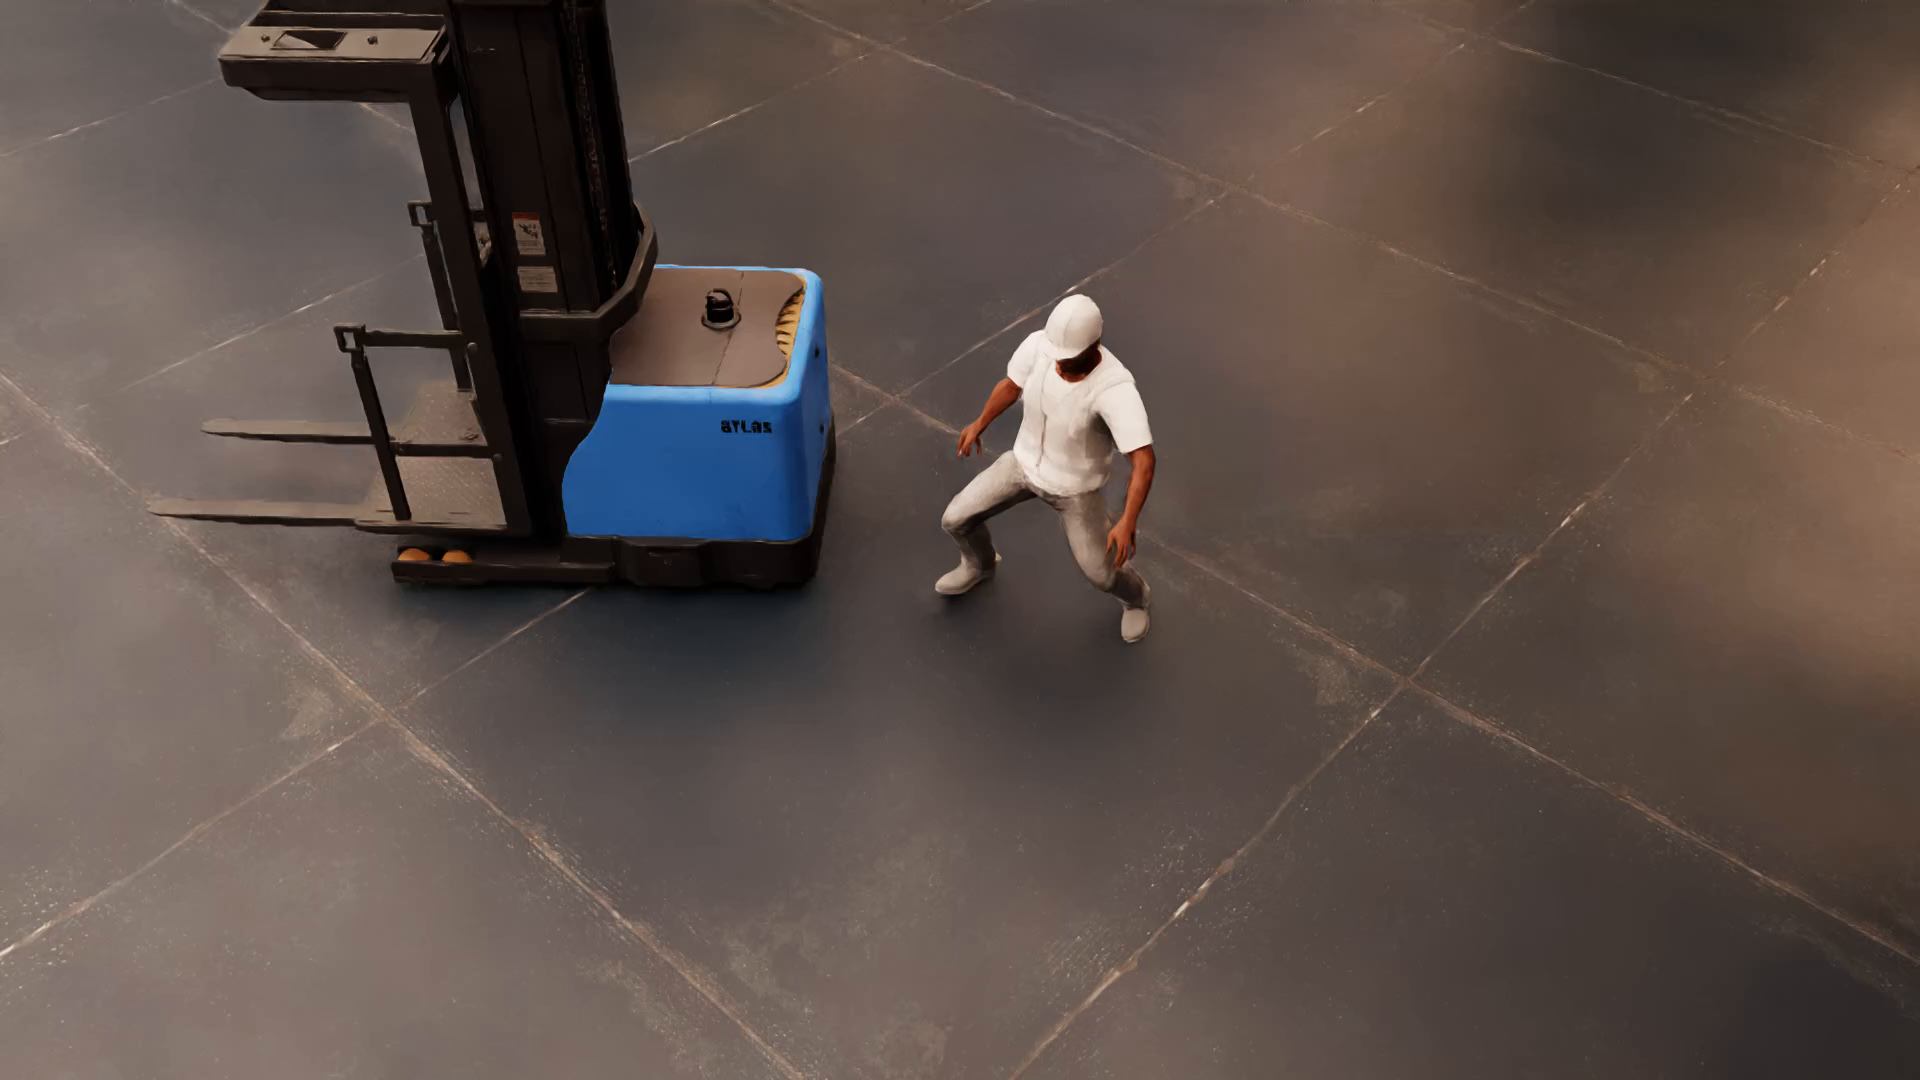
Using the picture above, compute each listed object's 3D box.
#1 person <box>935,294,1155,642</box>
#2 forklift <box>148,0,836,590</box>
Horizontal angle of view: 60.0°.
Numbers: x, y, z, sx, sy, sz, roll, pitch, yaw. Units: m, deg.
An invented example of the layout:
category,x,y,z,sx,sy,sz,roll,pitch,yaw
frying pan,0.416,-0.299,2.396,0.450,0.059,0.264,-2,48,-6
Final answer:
category,x,y,z,sx,sy,sz,roll,pitch,yaw
person,0.426,-0.282,6.784,1.021,1.631,0.702,32,50,32
forklift,-2.133,-1.247,6.882,3.031,2.935,1.130,2,41,2
